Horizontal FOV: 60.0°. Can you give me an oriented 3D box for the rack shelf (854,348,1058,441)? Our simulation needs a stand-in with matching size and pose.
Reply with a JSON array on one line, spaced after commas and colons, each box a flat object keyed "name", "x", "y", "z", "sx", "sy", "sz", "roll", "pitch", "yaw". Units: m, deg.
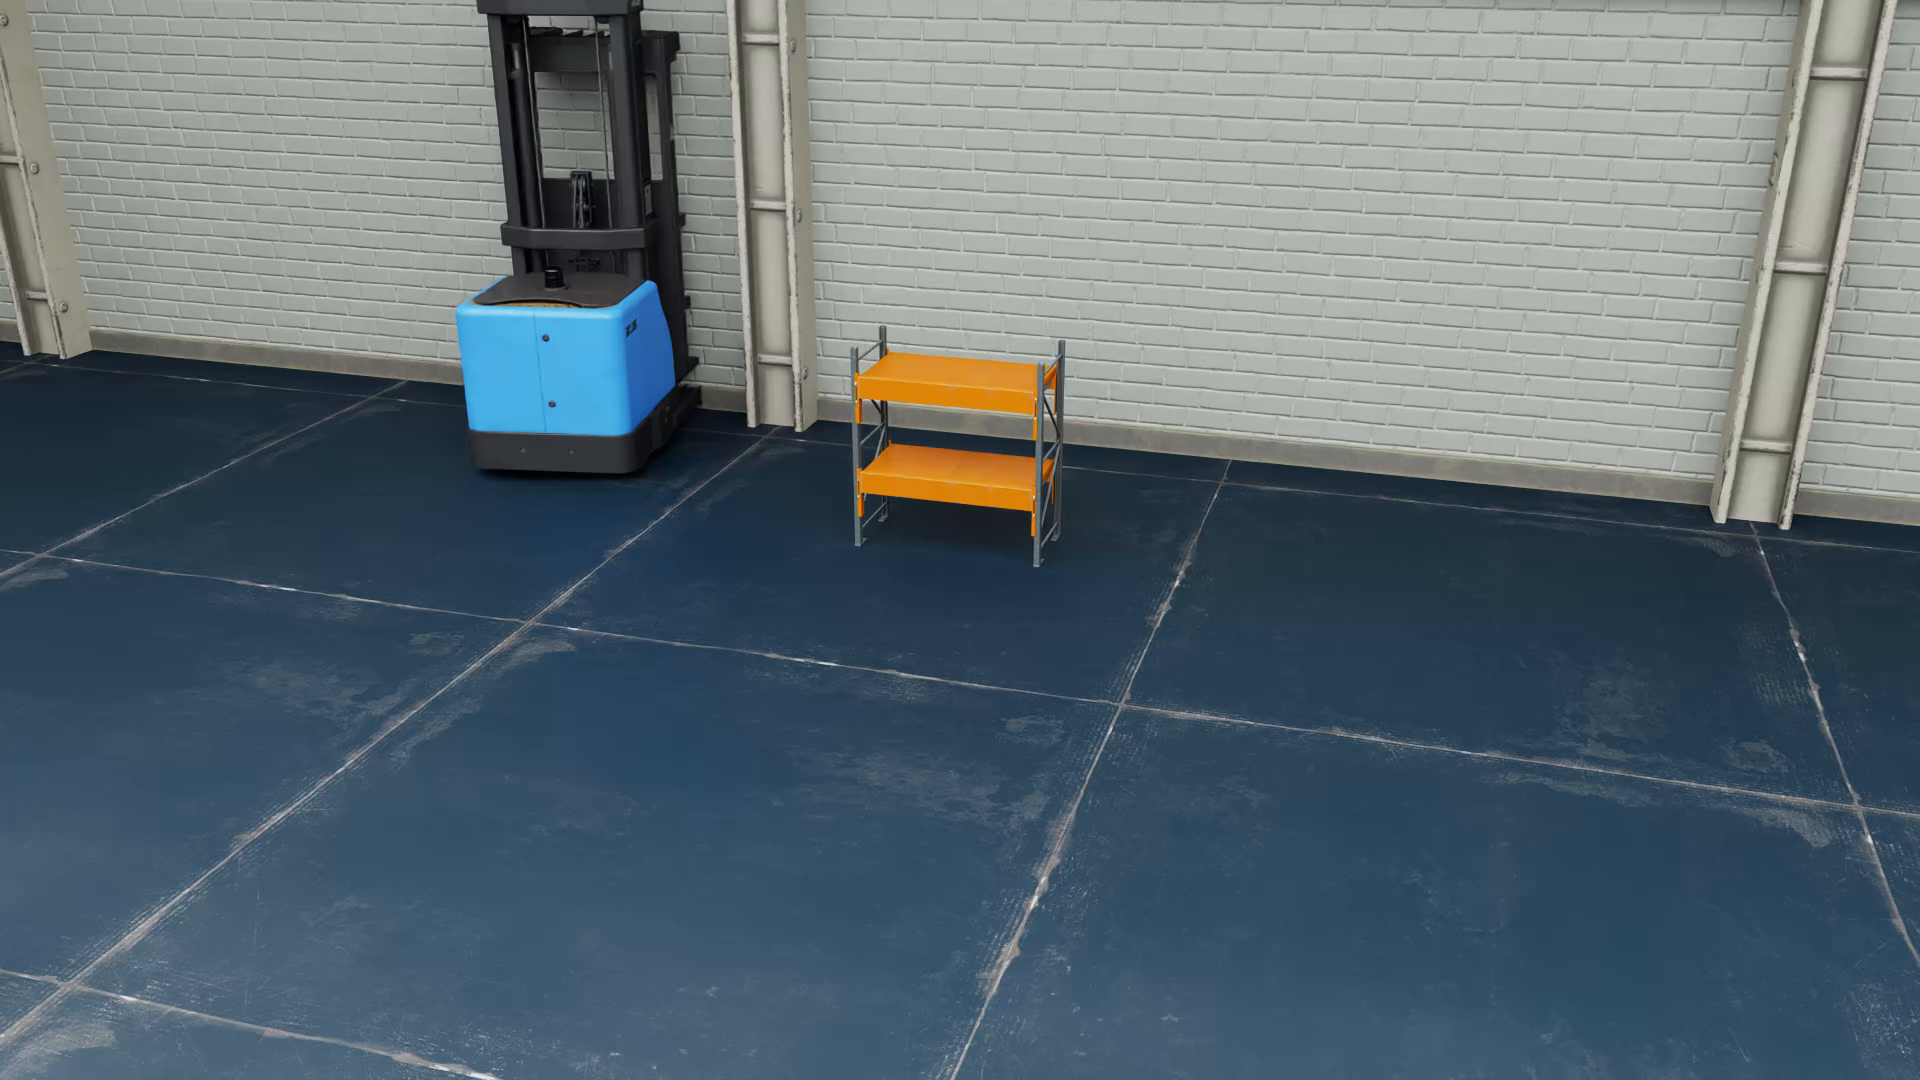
[{"name": "rack shelf", "x": -0.006, "y": -0.792, "z": 8.947, "sx": 1.000, "sy": 0.278, "sz": 0.538, "roll": 7, "pitch": 23, "yaw": 16}]

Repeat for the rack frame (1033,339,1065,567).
[{"name": "rack frame", "x": 0.480, "y": -0.465, "z": 8.922, "sx": 0.032, "sy": 1.125, "sz": 0.500, "roll": 7, "pitch": 23, "yaw": 16}]

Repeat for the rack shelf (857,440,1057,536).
[{"name": "rack shelf", "x": -0.006, "y": -0.295, "z": 9.151, "sx": 1.000, "sy": 0.278, "sz": 0.538, "roll": 7, "pitch": 23, "yaw": 16}]

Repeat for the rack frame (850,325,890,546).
[{"name": "rack frame", "x": -0.493, "y": -0.577, "z": 9.194, "sx": 0.032, "sy": 1.125, "sz": 0.500, "roll": 7, "pitch": 23, "yaw": 16}]

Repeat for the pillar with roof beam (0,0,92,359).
[{"name": "pillar with roof beam", "x": -8.177, "y": -4.050, "z": 7.287, "sx": 0.400, "sy": 9.000, "sz": 9.100, "roll": 7, "pitch": 23, "yaw": 16}]

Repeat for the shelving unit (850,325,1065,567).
[{"name": "shelving unit", "x": -0.006, "y": -0.521, "z": 9.058, "sx": 1.048, "sy": 1.125, "sz": 0.538, "roll": 7, "pitch": 23, "yaw": 16}]

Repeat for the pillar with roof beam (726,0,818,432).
[{"name": "pillar with roof beam", "x": -2.433, "y": -3.393, "z": 5.684, "sx": 0.400, "sy": 9.000, "sz": 9.100, "roll": 7, "pitch": 23, "yaw": 16}]

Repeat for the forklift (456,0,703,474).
[{"name": "forklift", "x": -2.327, "y": -2.278, "z": 10.961, "sx": 1.130, "sy": 2.935, "sz": 3.031, "roll": 2, "pitch": 22, "yaw": 6}]

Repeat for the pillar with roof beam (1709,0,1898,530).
[{"name": "pillar with roof beam", "x": 3.311, "y": -2.735, "z": 4.080, "sx": 0.400, "sy": 9.000, "sz": 9.100, "roll": 7, "pitch": 23, "yaw": 16}]
